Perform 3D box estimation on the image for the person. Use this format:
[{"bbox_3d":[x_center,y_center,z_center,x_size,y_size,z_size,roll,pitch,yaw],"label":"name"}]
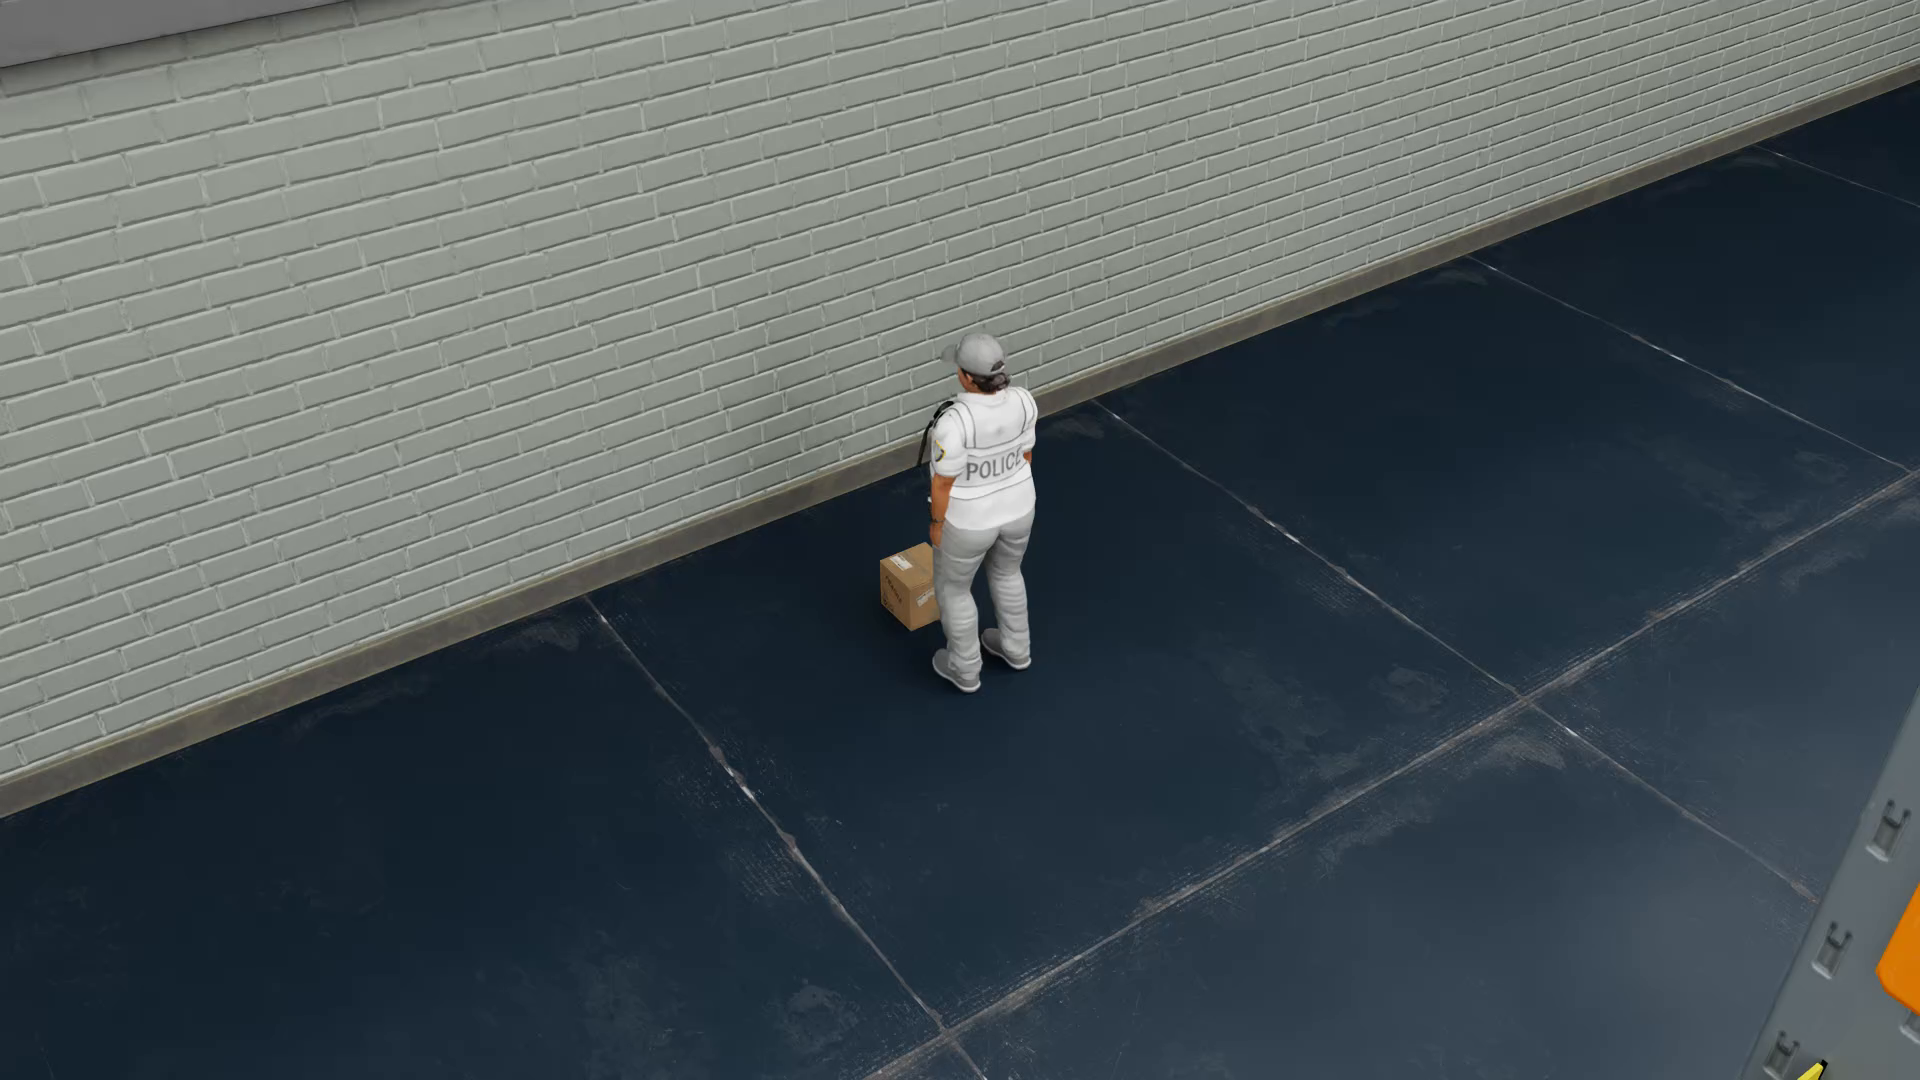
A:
[{"bbox_3d":[0.072,-0.114,6.809,0.468,1.660,0.391,-22,42,-27],"label":"person"}]
